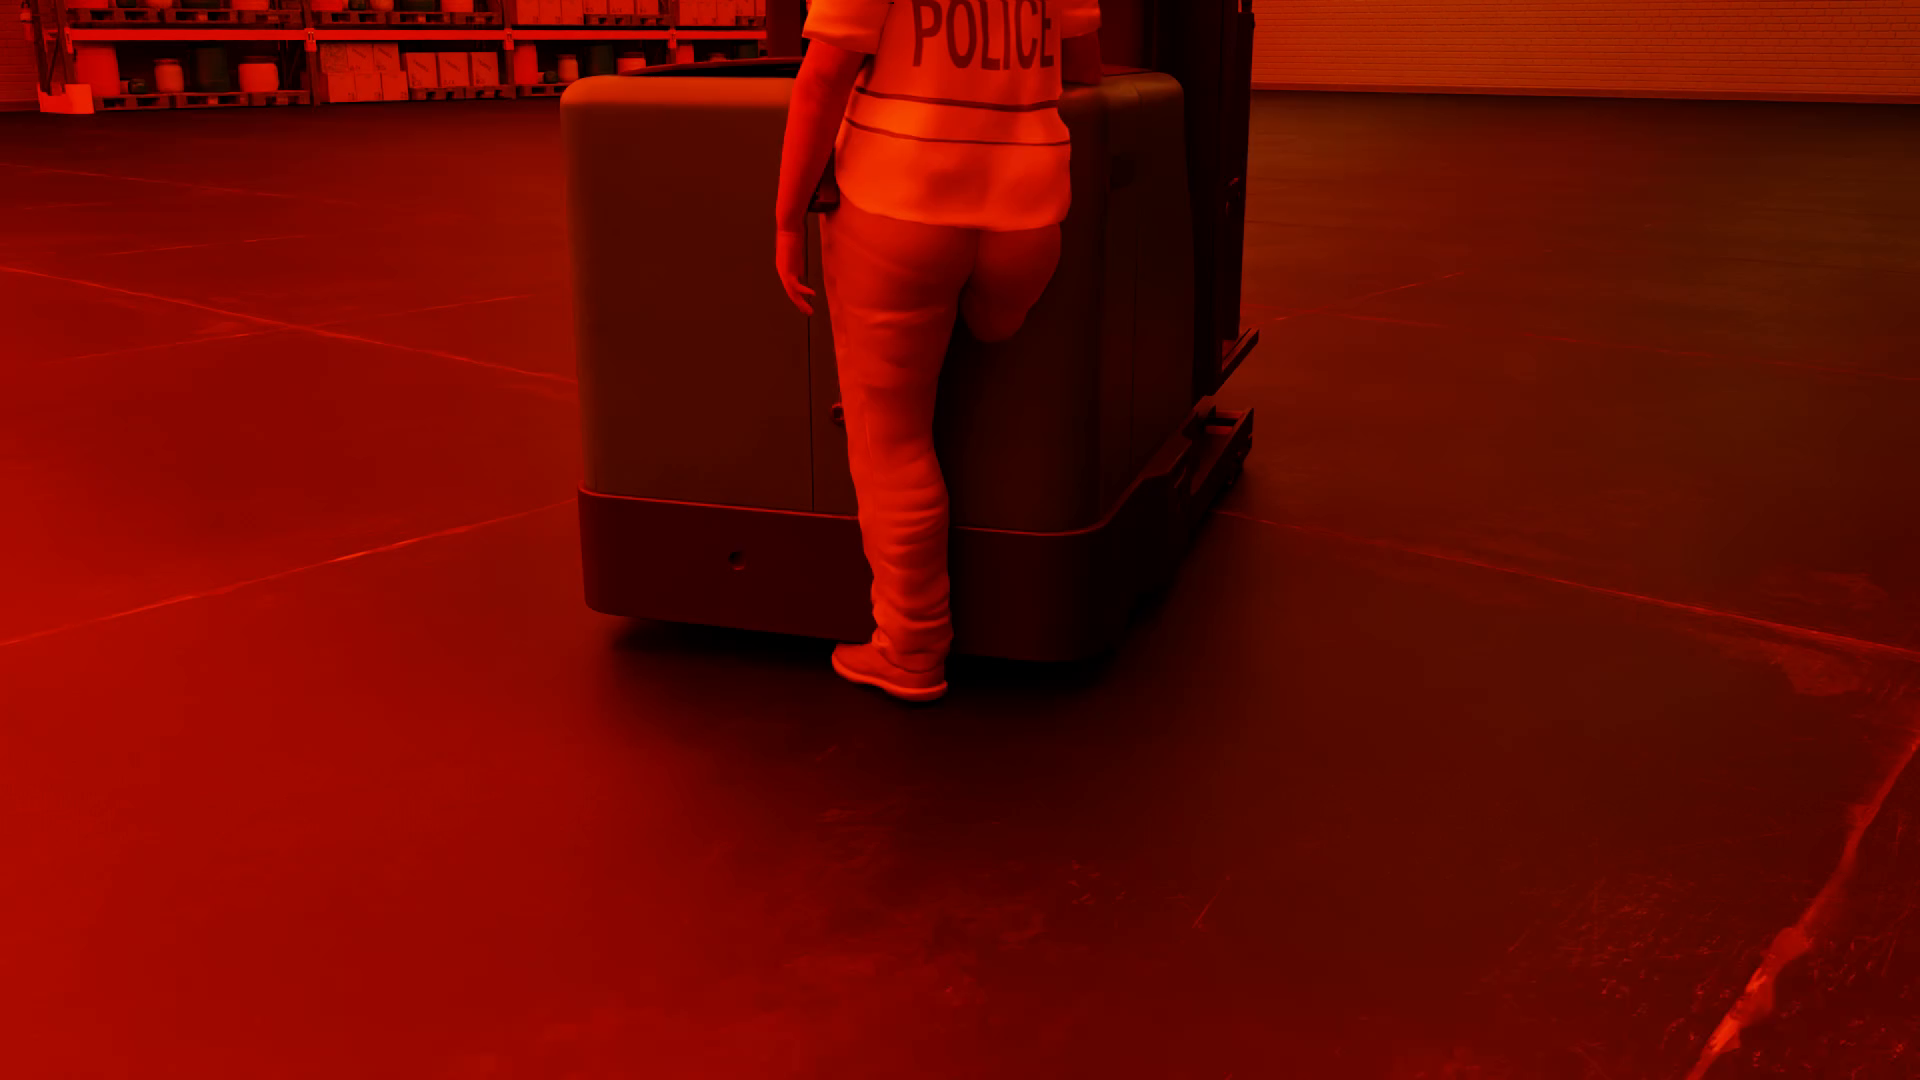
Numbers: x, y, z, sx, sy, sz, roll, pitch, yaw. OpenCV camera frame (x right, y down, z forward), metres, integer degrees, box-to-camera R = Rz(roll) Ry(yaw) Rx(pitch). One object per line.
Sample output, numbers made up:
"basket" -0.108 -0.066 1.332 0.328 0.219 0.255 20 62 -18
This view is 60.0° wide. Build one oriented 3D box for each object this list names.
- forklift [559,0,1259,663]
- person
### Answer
"forklift" 0.182 -1.571 4.072 1.130 2.935 3.031 5 18 17
"person" -0.057 -0.546 2.861 0.596 1.673 0.510 -10 19 -29
